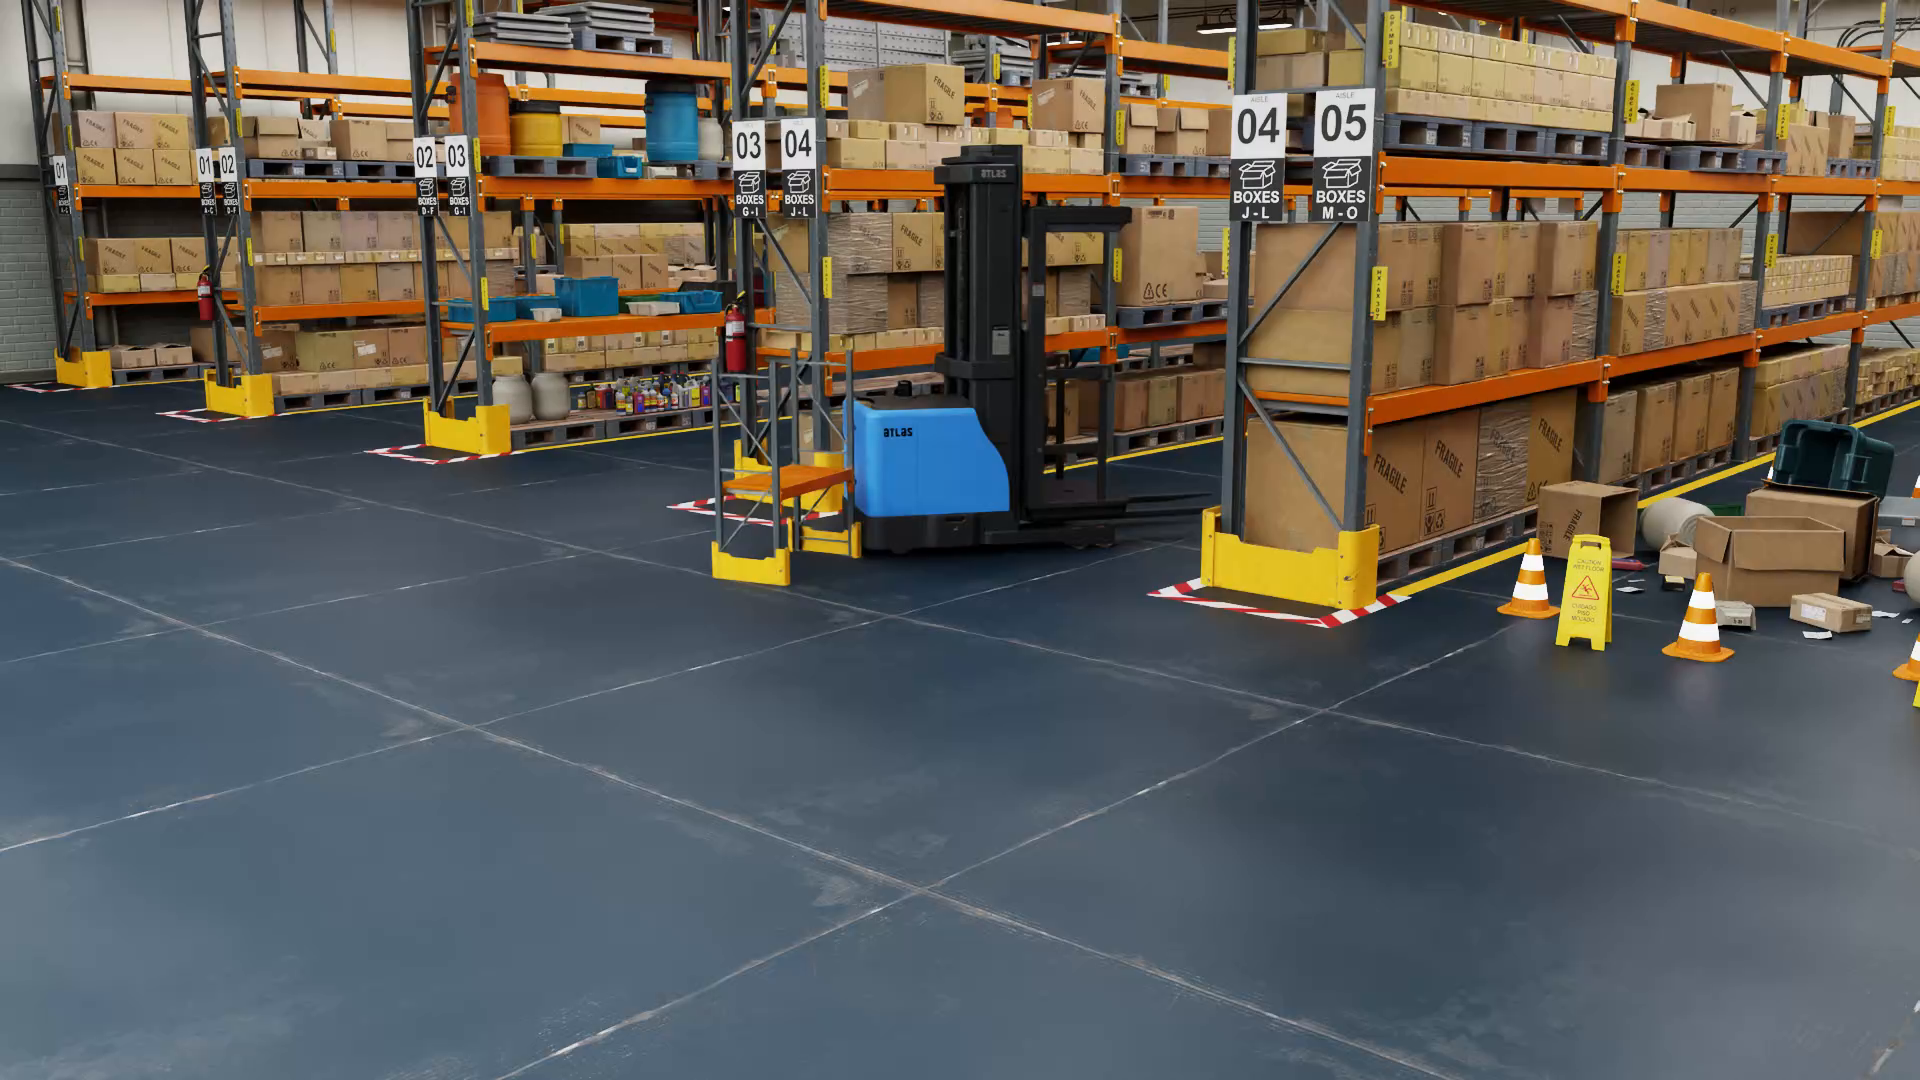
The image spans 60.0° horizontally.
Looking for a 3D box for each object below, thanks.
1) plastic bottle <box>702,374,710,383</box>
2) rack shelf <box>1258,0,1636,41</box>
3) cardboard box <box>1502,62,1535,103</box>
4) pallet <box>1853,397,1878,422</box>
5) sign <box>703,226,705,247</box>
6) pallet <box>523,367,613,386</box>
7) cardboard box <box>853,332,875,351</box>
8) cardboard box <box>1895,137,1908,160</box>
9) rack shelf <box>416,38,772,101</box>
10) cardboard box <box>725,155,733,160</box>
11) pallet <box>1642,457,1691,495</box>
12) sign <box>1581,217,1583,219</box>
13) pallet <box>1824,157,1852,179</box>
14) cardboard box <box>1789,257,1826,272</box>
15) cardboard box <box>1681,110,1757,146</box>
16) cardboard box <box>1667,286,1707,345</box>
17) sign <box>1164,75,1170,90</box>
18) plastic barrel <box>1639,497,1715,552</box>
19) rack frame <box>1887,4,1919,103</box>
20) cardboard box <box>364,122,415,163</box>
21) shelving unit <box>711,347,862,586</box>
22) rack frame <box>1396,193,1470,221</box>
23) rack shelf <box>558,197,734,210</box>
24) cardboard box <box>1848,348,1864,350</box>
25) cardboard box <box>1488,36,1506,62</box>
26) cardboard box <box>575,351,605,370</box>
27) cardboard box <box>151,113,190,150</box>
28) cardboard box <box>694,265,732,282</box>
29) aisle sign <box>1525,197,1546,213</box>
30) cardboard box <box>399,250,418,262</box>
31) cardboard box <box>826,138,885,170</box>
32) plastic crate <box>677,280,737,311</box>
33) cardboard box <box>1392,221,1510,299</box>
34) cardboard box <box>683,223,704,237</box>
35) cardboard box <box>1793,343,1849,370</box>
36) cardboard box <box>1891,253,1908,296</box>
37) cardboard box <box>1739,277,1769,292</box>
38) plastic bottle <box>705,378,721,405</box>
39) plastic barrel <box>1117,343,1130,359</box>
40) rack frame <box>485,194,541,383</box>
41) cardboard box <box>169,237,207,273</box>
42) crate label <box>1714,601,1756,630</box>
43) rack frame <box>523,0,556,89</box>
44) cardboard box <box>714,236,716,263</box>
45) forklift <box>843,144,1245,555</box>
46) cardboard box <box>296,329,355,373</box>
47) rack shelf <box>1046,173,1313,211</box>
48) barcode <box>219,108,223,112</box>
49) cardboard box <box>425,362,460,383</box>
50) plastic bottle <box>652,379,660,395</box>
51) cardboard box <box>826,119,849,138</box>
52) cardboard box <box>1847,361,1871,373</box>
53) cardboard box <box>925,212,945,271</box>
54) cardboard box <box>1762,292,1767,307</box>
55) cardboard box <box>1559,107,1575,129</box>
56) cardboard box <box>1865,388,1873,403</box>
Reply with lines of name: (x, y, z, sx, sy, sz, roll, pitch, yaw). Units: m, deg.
plastic bottle: (-3.112, -1.900, 20.410, 0.097, 0.271, 0.097, 0, 11, 0)
rack shelf: (3.487, -3.815, 11.695, 1.077, 0.370, 4.000, 10, 15, 40)
cardboard box: (3.677, -3.187, 11.645, 0.500, 0.250, 0.500, 10, 15, 40)
pallet: (10.505, -1.629, 20.330, 1.003, 0.211, 1.213, 10, 15, 40)
sign: (-4.064, -4.840, 26.532, 0.100, 0.325, 0.005, 10, 15, 40)
pallet: (-5.833, -2.400, 24.187, 1.003, 0.211, 1.213, 10, 15, 40)
cardboard box: (-0.945, -1.706, 14.236, 0.380, 0.149, 0.250, 10, 15, 40)
cardboard box: (10.919, -4.648, 19.774, 0.500, 0.250, 0.500, 10, 15, 40)
rack shelf: (-3.892, -5.112, 18.186, 1.077, 0.370, 4.000, 10, 15, 40)
cardboard box: (-3.387, -5.831, 26.332, 0.910, 0.500, 0.500, 10, 15, 40)
pallet: (6.065, -0.652, 15.439, 1.003, 0.211, 1.213, 10, 15, 40)
sign: (9.468, -4.750, 25.272, 0.100, 0.325, 0.005, 10, 15, 40)
pallet: (8.919, -4.042, 18.112, 1.213, 0.211, 1.003, 10, 15, 40)
cardboard box: (9.283, -3.032, 18.282, 0.380, 0.149, 0.250, 9, 14, 39)
cardboard box: (6.983, -3.794, 15.292, 0.500, 0.311, 0.500, 10, 15, 40)
cardboard box: (6.357, -2.030, 14.962, 0.500, 0.500, 0.500, 10, 15, 41)
sign: (3.121, -6.958, 25.106, 0.100, 0.325, 0.005, 10, 15, 40)
plastic barrel: (5.211, -0.088, 12.070, 0.421, 0.421, 0.512, -2, 11, -9)
rack frame: (12.729, -6.424, 21.898, 1.000, 3.000, 0.127, 10, 15, 40)
cardboard box: (-7.472, -5.224, 21.856, 0.637, 0.503, 0.797, -10, 15, -41)
shelving unit: (-1.208, -0.546, 11.616, 0.587, 1.500, 1.083, 5, 12, 25)
rack frame: (6.429, -3.549, 22.824, 1.000, 3.000, 0.127, 10, 15, 40)
rack shelf: (-6.053, -6.295, 30.747, 1.077, 0.370, 4.000, 10, 15, 40)
cardboard box: (11.774, -2.472, 22.116, 0.380, 0.149, 0.250, 10, 15, 40)
cardboard box: (3.466, -3.316, 11.277, 0.380, 0.149, 0.250, 10, 15, 40)
cardboard box: (-5.500, -2.614, 24.087, 0.500, 0.250, 0.500, 10, 15, 42)
cardboard box: (-11.519, -5.895, 24.048, 0.500, 0.500, 0.500, 10, 15, 42)
cardboard box: (-3.923, -4.151, 26.062, 0.500, 0.311, 0.500, 11, 16, 44)
aisle sign: (8.892, -5.462, 25.763, 0.394, 0.787, 0.004, 10, 15, 40)
cardboard box: (-7.321, -3.727, 21.802, 0.380, 0.149, 0.250, 10, 15, 42)
cardboard box: (-0.980, -3.219, 13.893, 0.500, 0.250, 0.500, 10, 15, 42)
plastic crate: (-3.013, -2.922, 19.840, 0.767, 0.338, 0.504, 10, 15, 40)
cardboard box: (3.459, -2.033, 12.091, 0.875, 0.550, 0.500, 10, 15, 40)
cardboard box: (-5.194, -5.867, 31.449, 0.500, 0.250, 0.500, 10, 15, 42)
cardboard box: (9.787, -2.099, 18.957, 0.500, 0.250, 0.500, 9, 15, 39)
cardboard box: (11.285, -3.272, 20.418, 0.500, 0.500, 0.500, 9, 15, 39)
cardboard box: (7.918, -2.579, 16.773, 0.380, 0.149, 0.250, 11, 15, 43)
plastic bottle: (-2.907, -1.769, 19.551, 0.144, 0.351, 0.185, 9, 14, 38)
plastic barrel: (2.337, -3.289, 25.805, 0.600, 0.901, 0.708, 10, 15, 40)
rack frame: (-6.290, -3.654, 23.346, 1.000, 3.000, 0.127, 10, 15, 40)
cardboard box: (-11.434, -4.187, 24.434, 0.500, 0.500, 0.500, 9, 14, 39)
crate label: (4.681, 0.454, 10.089, 0.250, 0.136, 0.298, 2, 12, 11)
rack frame: (-7.373, -7.824, 28.909, 1.000, 3.000, 0.127, 10, 15, 40)
cardboard box: (-4.848, -5.575, 31.899, 0.500, 0.500, 0.500, 9, 15, 39)
forklift: (0.669, -1.466, 12.567, 3.031, 2.935, 1.130, -3, 12, -15)
cardboard box: (-8.081, -2.415, 21.175, 0.500, 0.500, 0.500, 10, 15, 40)
rack shelf: (2.469, -3.785, 18.181, 1.077, 0.370, 4.000, 10, 15, 40)
barcode: (-11.254, -6.547, 25.325, 0.001, 0.075, 0.075, 10, 15, 40)
cardboard box: (-7.089, -2.267, 22.352, 0.500, 0.250, 0.500, 10, 15, 40)
plastic bottle: (-3.610, -1.771, 19.764, 0.097, 0.271, 0.097, 0, 11, 0)
cardboard box: (-1.137, -3.387, 13.720, 0.380, 0.149, 0.250, 10, 15, 40)
cardboard box: (10.828, -2.093, 20.221, 0.380, 0.149, 0.250, 9, 15, 40)
cardboard box: (-0.260, -2.661, 14.809, 0.500, 0.500, 0.500, 10, 15, 40)
cardboard box: (7.895, -2.427, 16.775, 0.380, 0.149, 0.250, 10, 15, 40)
cardboard box: (4.303, -3.111, 12.285, 0.380, 0.149, 0.250, 10, 15, 41)
cardboard box: (10.746, -1.752, 20.033, 0.380, 0.149, 0.250, 10, 15, 42)
